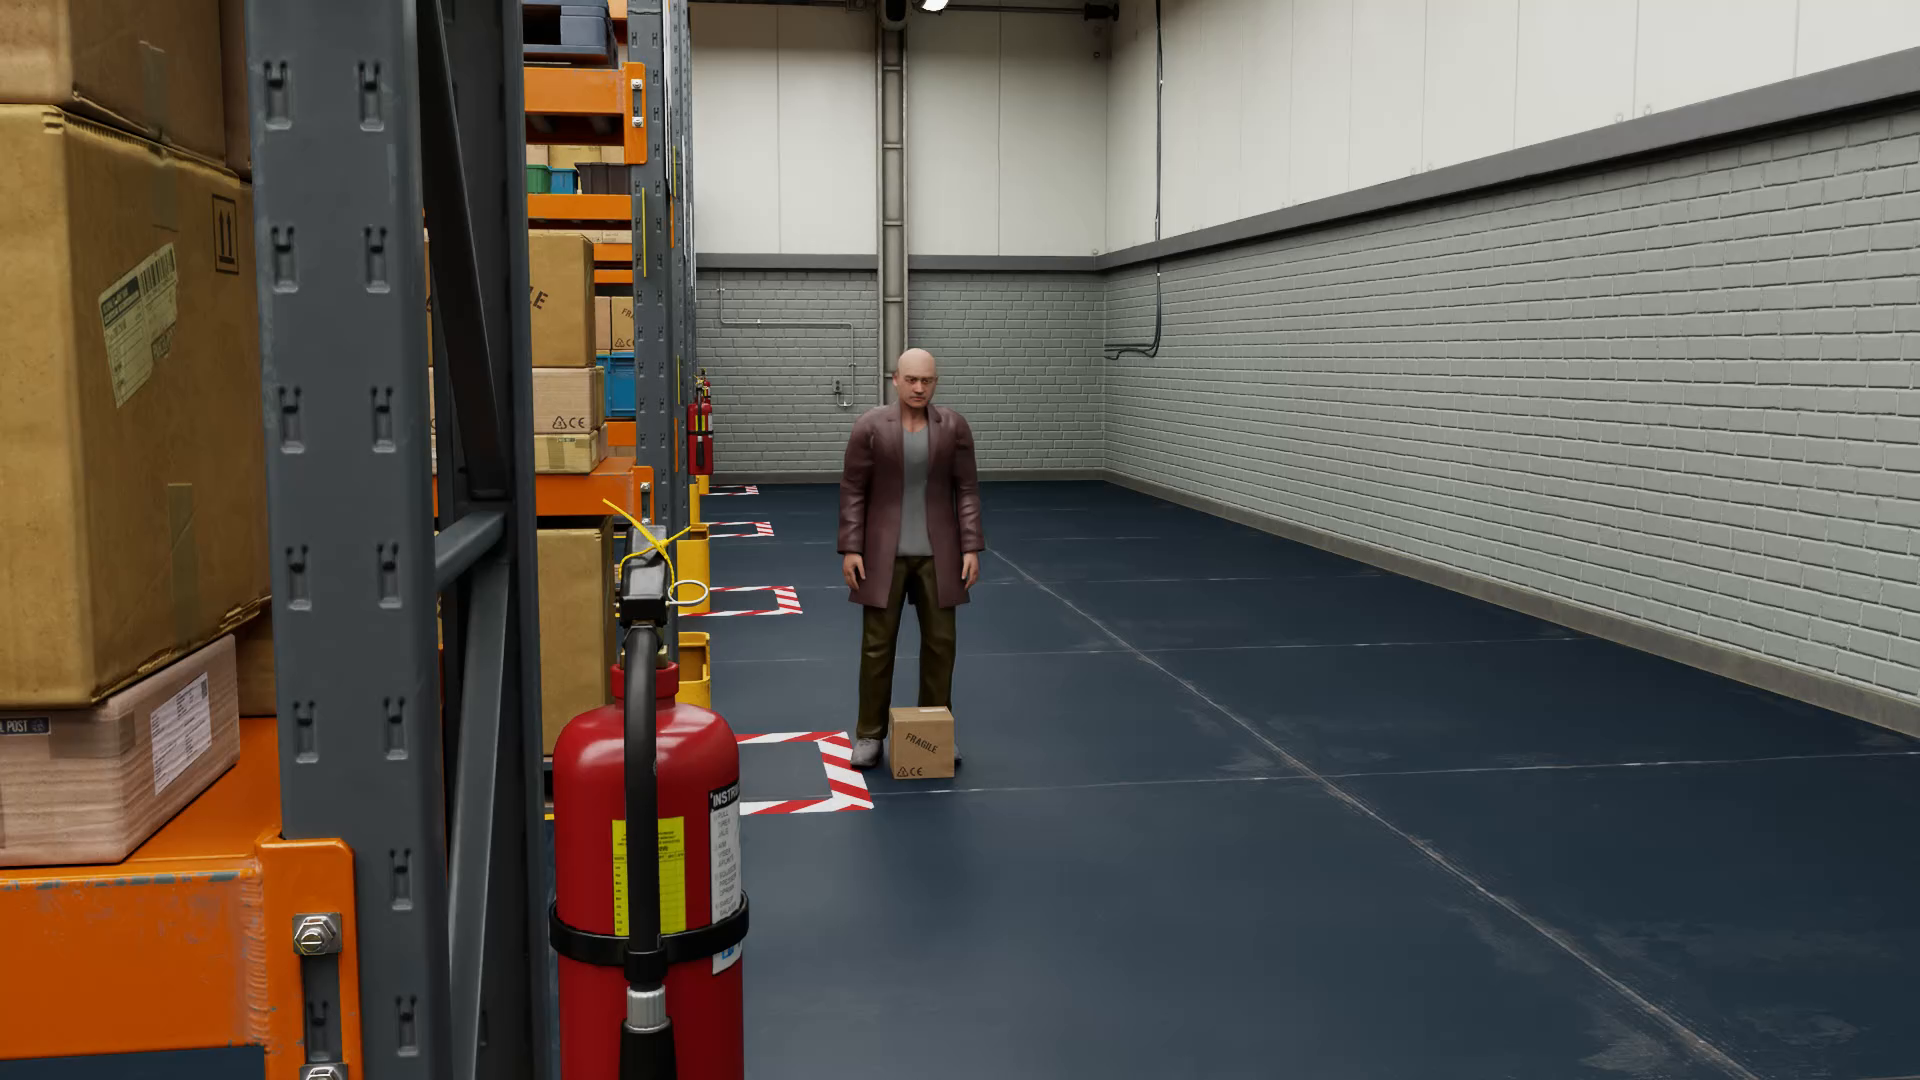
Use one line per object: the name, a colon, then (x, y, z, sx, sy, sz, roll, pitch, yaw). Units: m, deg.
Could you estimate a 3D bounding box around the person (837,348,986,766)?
person: (-0.210, 0.068, 7.160, 0.642, 1.774, 0.422, -1, 6, -9)
